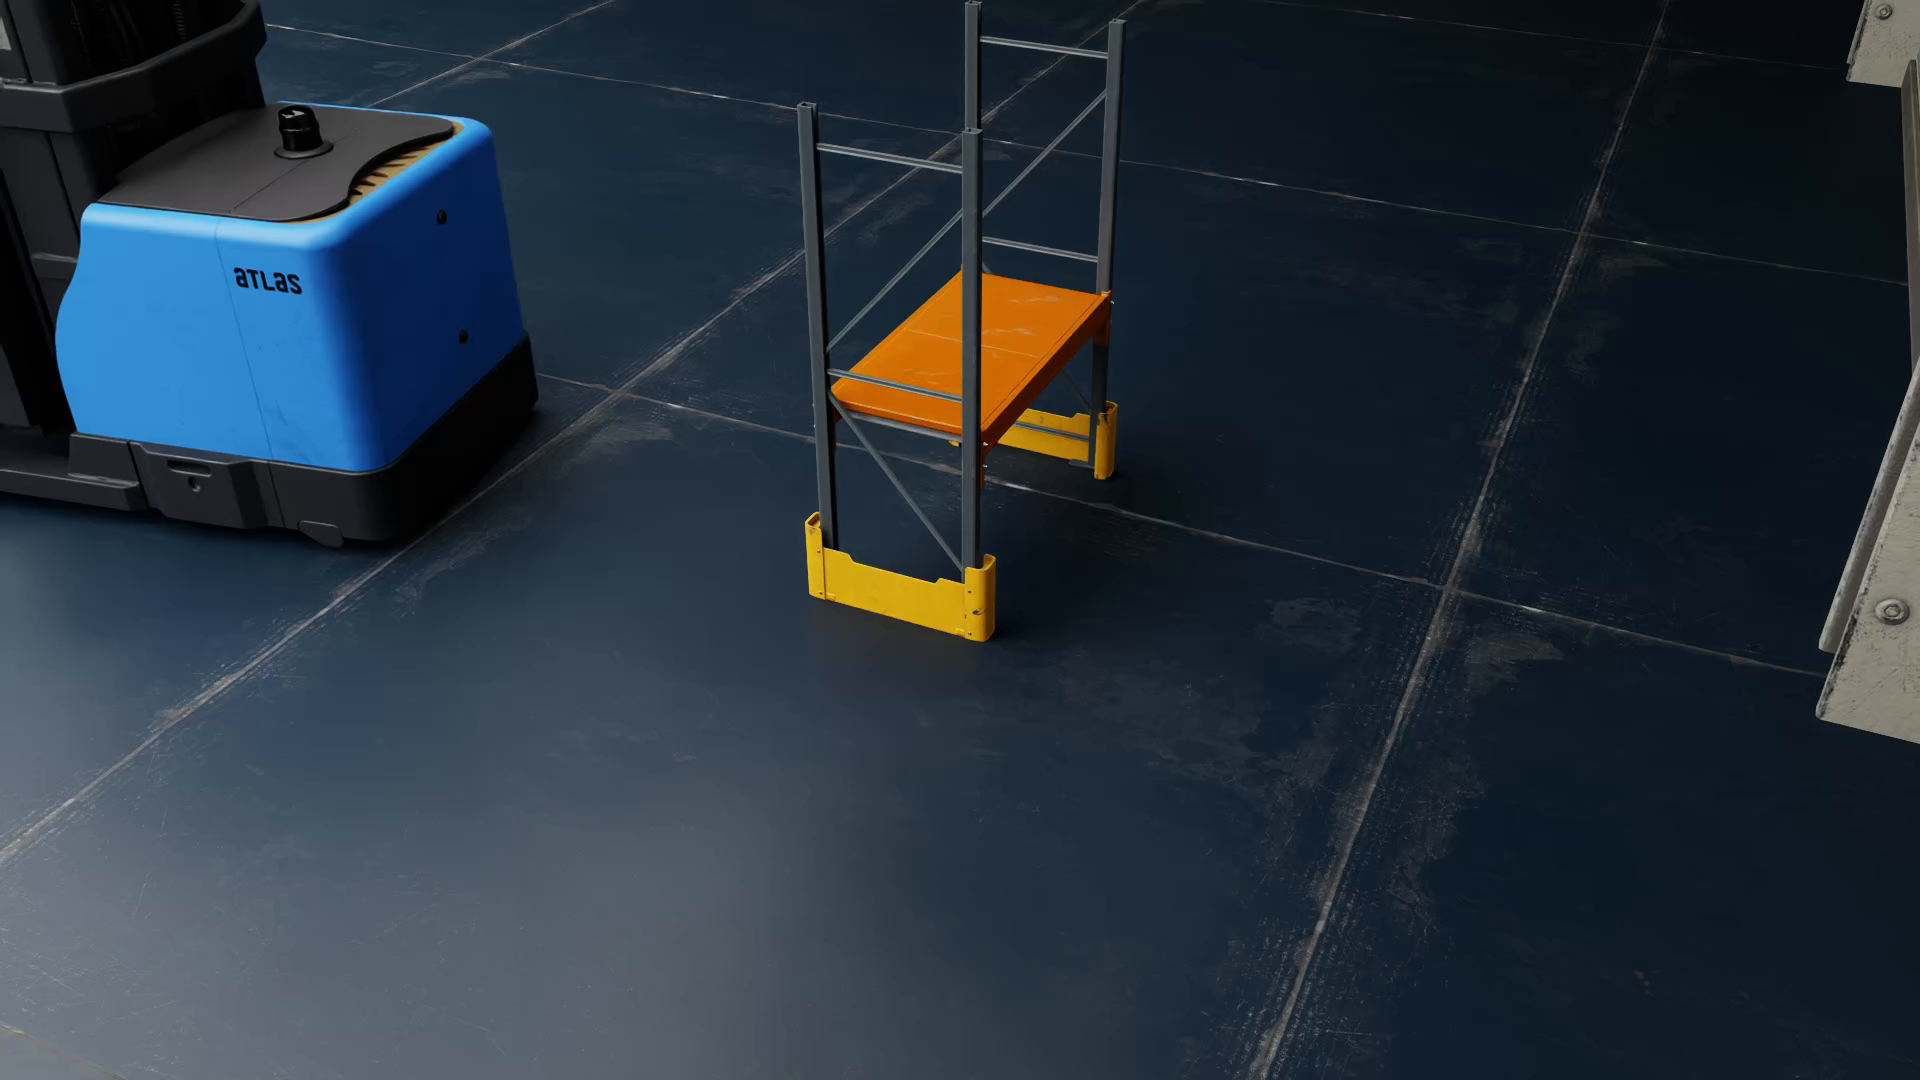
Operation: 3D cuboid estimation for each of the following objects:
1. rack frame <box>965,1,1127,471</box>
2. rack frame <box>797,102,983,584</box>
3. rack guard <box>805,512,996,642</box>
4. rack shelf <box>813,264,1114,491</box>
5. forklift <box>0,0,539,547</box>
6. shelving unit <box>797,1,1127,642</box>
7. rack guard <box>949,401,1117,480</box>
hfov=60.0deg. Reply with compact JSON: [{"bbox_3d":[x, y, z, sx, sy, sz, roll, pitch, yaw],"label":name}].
[{"bbox_3d":[0.248,-0.923,5.290,0.500,1.500,0.032,14,36,20],"label":"rack frame"},{"bbox_3d":[-0.177,-0.417,4.517,0.500,1.500,0.032,14,36,20],"label":"rack frame"},{"bbox_3d":[-0.176,0.106,4.861,0.587,0.250,0.087,14,36,20],"label":"rack guard"},{"bbox_3d":[0.036,-0.519,5.002,0.538,0.185,1.000,14,36,20],"label":"rack shelf"},{"bbox_3d":[-3.066,-1.634,5.069,3.031,2.935,1.130,8,34,12],"label":"forklift"},{"bbox_3d":[0.032,-0.665,4.897,0.587,1.500,1.083,14,36,20],"label":"shelving unit"},{"bbox_3d":[0.240,-0.391,5.618,0.587,0.250,0.087,14,36,20],"label":"rack guard"}]
